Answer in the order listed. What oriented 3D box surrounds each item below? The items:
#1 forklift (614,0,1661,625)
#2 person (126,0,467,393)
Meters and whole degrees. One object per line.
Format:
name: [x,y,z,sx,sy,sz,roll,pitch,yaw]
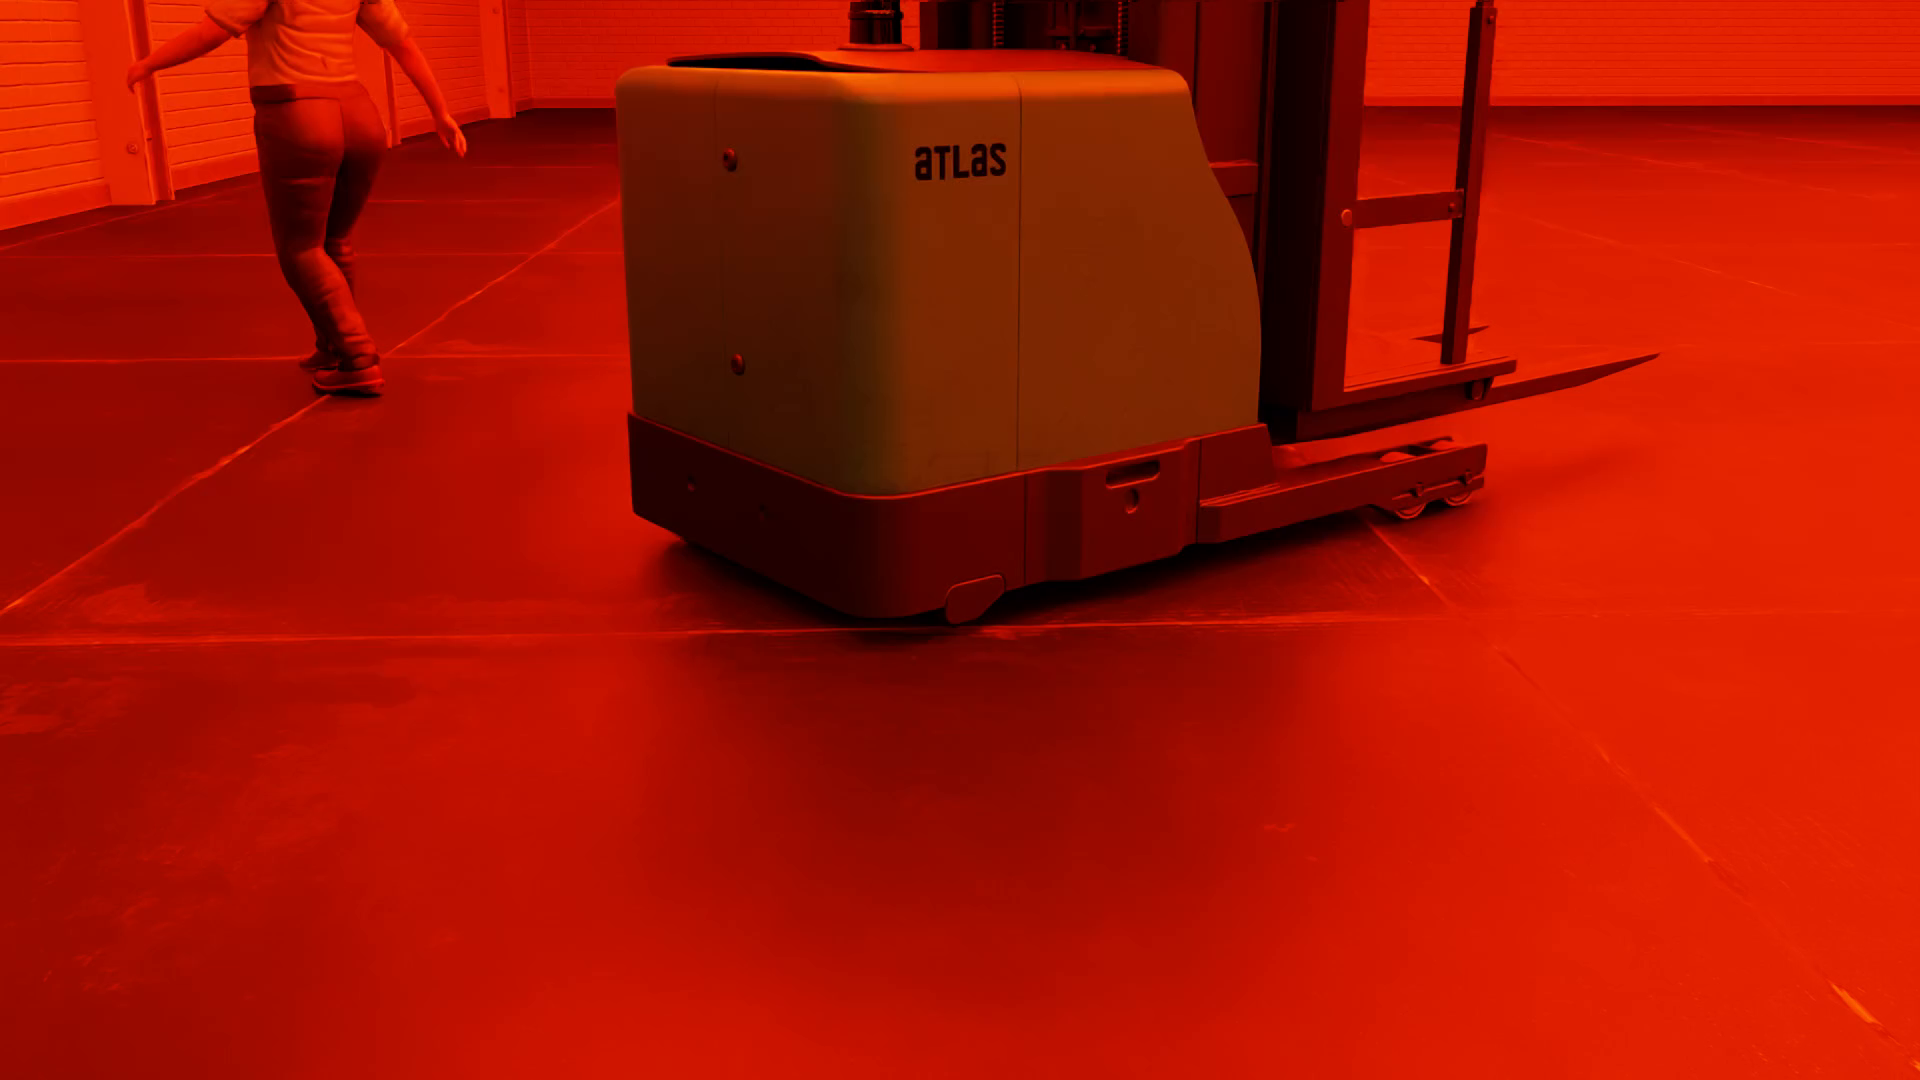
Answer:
forklift: [0.709,-1.561,4.011,3.031,2.935,1.130,-13,21,-36]
person: [-2.135,-1.321,5.511,0.713,1.629,0.899,11,20,31]
